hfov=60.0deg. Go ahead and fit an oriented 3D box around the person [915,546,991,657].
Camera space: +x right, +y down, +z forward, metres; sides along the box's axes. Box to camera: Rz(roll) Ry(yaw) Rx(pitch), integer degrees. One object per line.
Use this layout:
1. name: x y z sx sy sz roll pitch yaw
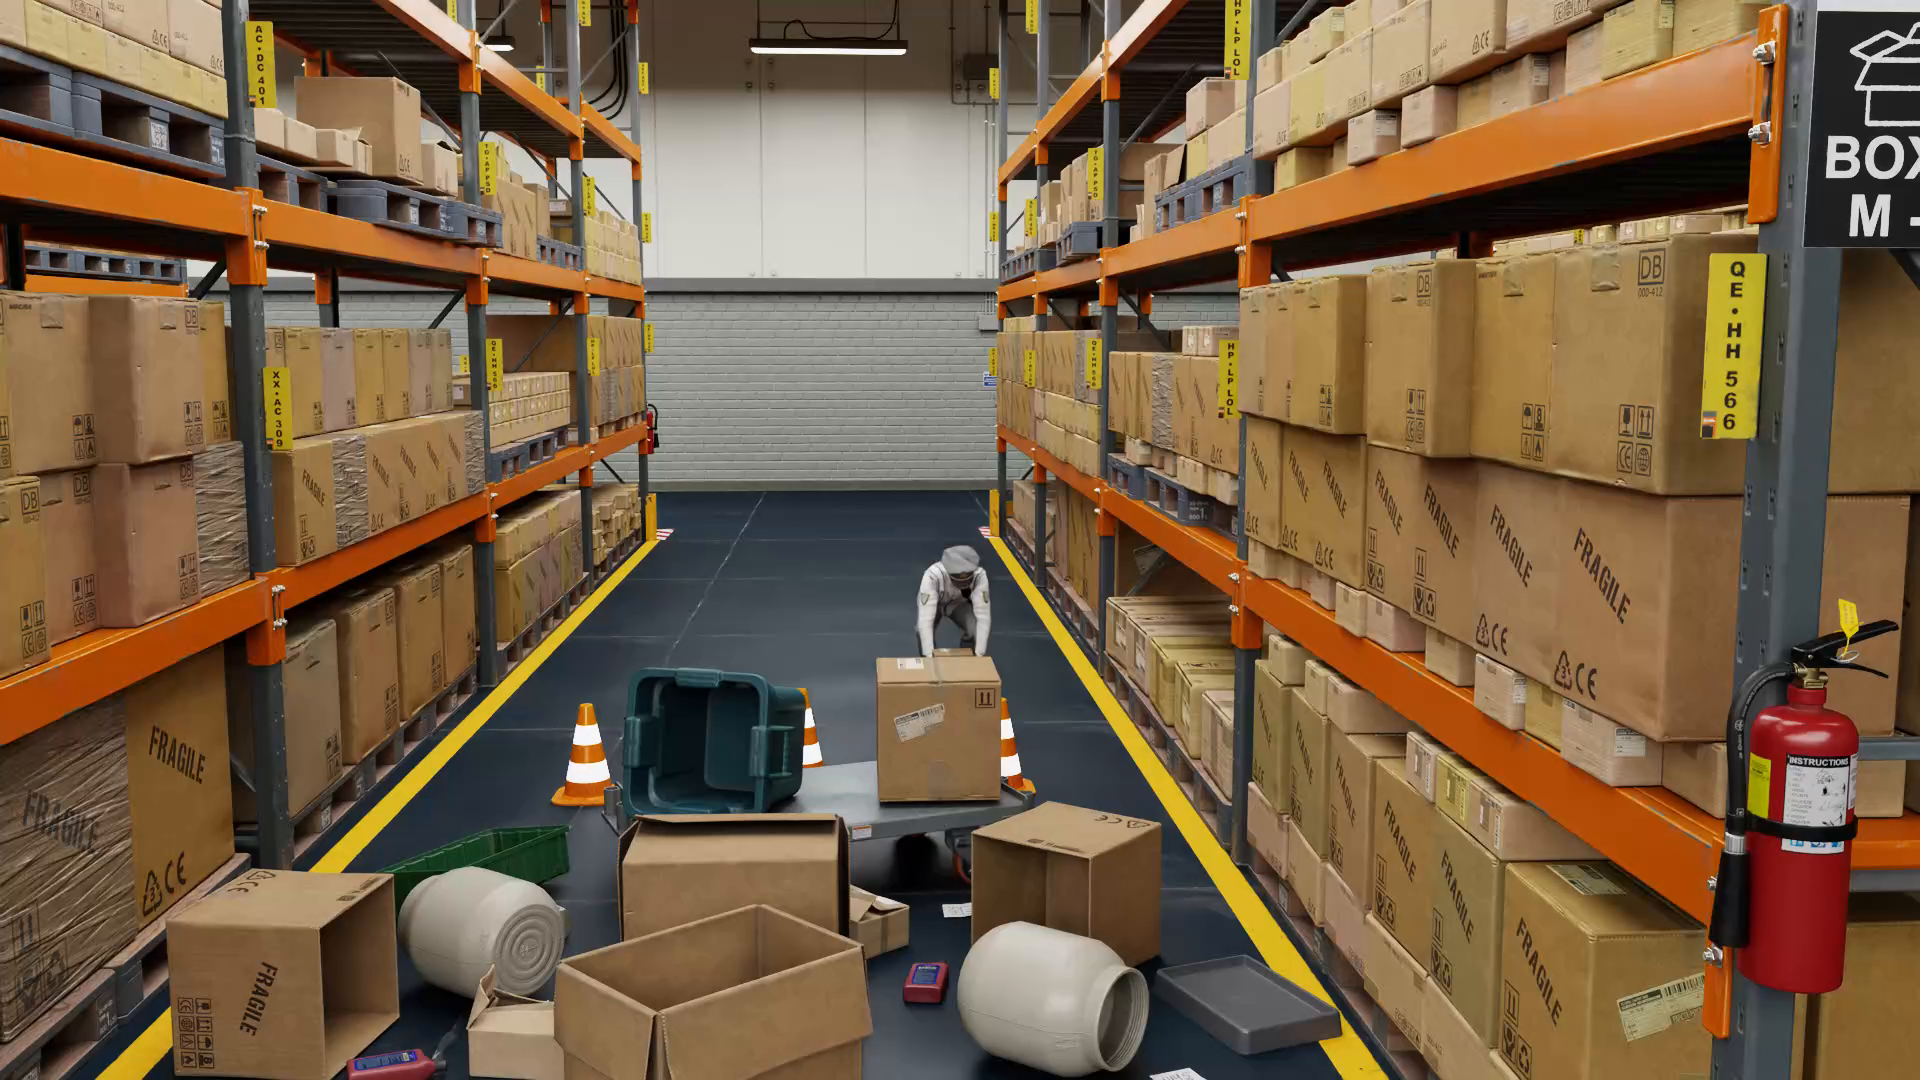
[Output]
1. person: -0.052 0.469 10.978 0.491 0.928 0.853 0 7 -4
